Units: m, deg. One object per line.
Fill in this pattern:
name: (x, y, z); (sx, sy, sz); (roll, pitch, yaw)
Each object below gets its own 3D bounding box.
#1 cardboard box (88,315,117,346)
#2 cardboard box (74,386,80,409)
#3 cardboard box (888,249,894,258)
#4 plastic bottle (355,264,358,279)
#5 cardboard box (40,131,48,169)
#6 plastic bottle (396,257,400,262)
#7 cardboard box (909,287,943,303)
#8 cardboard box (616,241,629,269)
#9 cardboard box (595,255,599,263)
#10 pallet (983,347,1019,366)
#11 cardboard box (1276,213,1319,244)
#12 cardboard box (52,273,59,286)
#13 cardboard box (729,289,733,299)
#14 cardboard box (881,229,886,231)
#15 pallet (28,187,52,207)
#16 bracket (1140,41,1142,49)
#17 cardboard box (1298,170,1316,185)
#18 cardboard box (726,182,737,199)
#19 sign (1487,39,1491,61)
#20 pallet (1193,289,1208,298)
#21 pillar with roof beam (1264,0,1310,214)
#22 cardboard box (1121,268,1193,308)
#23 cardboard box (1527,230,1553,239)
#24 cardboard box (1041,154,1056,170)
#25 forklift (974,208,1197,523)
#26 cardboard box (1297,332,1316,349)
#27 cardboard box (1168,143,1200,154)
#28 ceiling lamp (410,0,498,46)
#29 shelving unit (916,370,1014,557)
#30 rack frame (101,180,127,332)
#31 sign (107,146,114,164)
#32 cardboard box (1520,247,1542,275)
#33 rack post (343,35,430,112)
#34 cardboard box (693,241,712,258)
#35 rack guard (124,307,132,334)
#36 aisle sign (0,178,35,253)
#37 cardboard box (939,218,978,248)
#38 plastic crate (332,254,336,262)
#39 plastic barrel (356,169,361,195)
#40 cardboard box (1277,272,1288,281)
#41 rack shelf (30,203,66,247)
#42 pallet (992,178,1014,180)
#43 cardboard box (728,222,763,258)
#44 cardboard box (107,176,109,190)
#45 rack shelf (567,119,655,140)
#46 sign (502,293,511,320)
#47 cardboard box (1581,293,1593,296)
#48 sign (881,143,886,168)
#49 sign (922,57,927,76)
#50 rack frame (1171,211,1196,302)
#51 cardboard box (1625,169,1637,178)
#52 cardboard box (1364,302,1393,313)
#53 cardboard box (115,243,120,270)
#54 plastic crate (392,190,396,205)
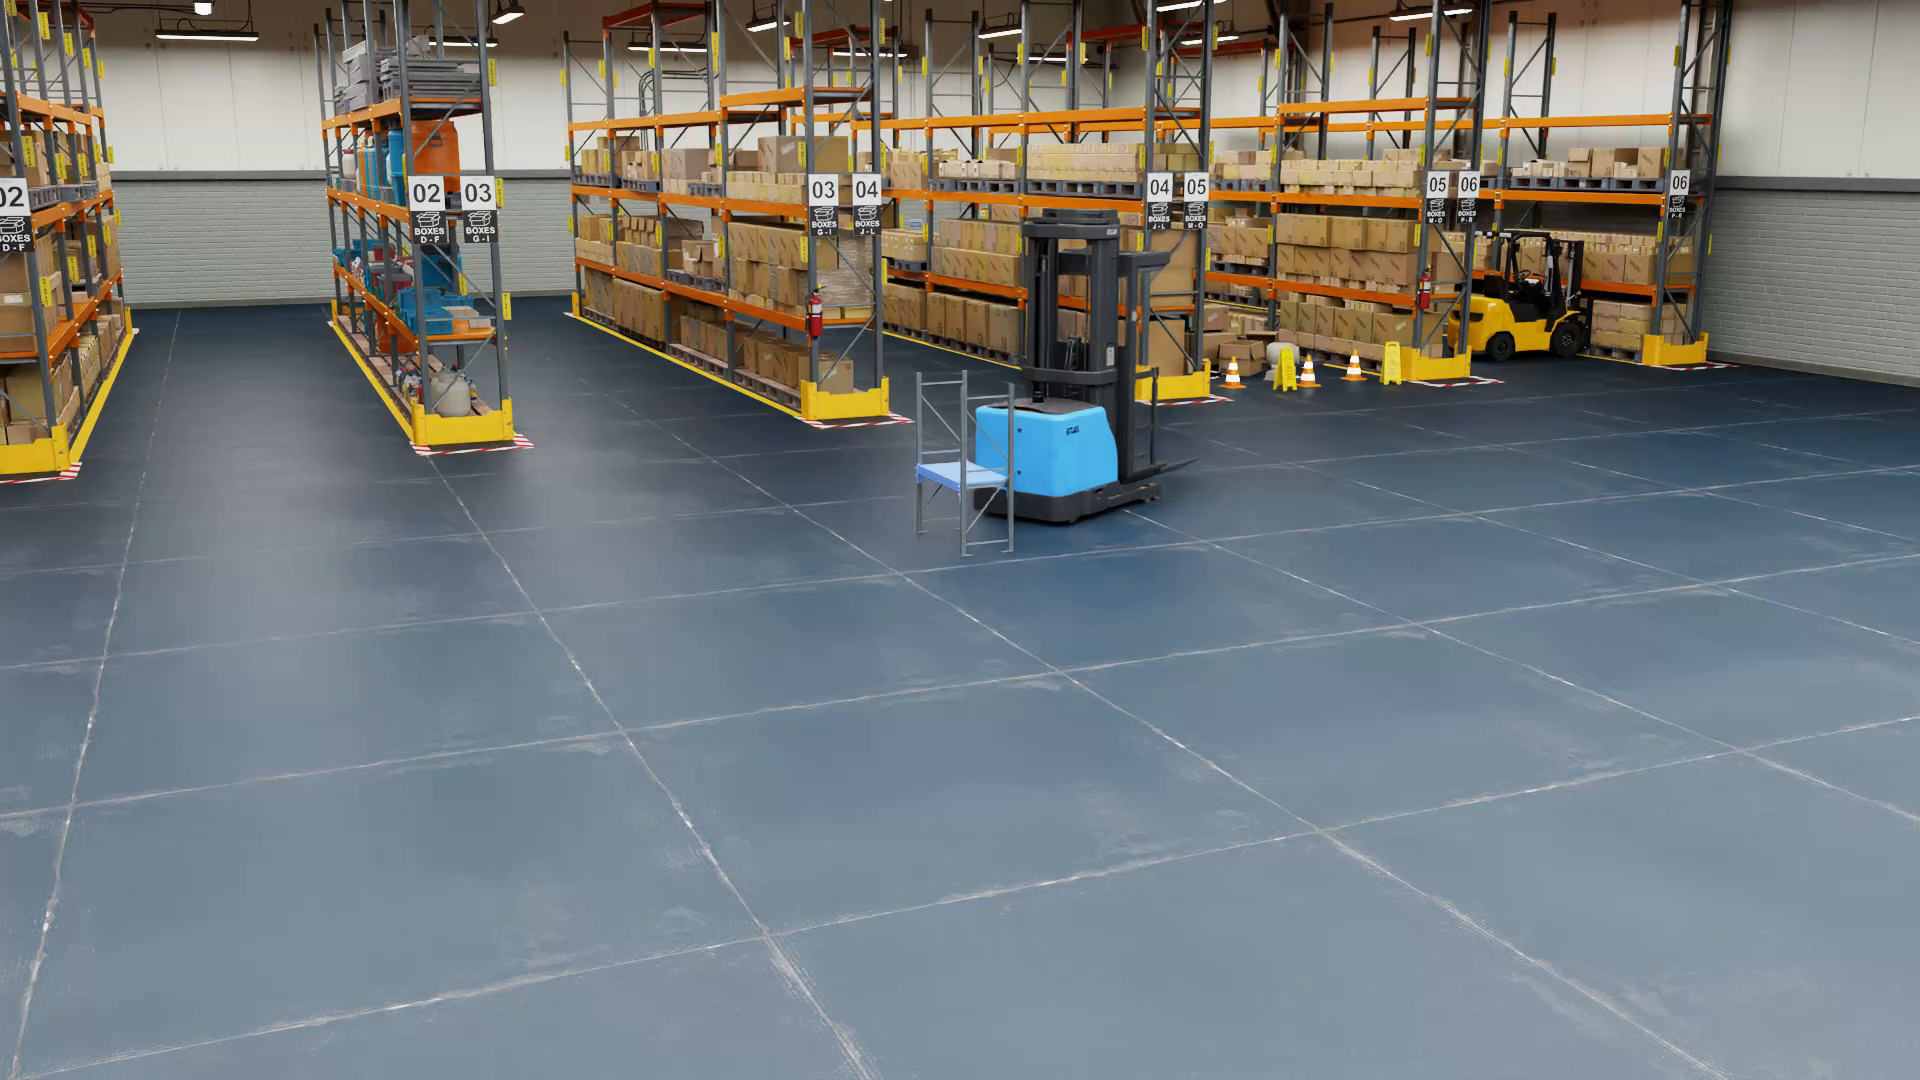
cardboard box: (-14.946, -3.632, 28.857); (0.500, 0.500, 0.500); (-6, 14, -23)
cardboard box: (-11.816, -1.847, 21.746); (0.500, 0.250, 0.500); (-6, 14, -23)
cardboard box: (-1.166, -5.560, 32.248); (0.380, 0.149, 0.250); (-6, 14, -25)
plastic bottle: (-10.566, -4.728, 29.302); (0.152, 0.276, 0.135); (-6, 14, -23)
cardboard box: (-12.662, -5.263, 22.424); (0.500, 0.500, 0.500); (-4, 14, -18)
plastic bottle: (-10.124, -4.935, 30.031); (0.144, 0.351, 0.185); (-6, 14, -23)
cardboard box: (-0.655, -4.676, 31.749); (0.500, 0.250, 0.500); (-6, 14, -24)
cardboard box: (-6.373, -5.536, 32.297); (0.500, 0.500, 0.500); (-6, 14, -23)
cardboard box: (-7.265, -5.782, 34.136); (0.380, 0.149, 0.250); (-6, 14, -24)
pallet: (1.084, -3.174, 28.494); (1.003, 0.211, 1.213); (-6, 14, -23)
cardboard box: (5.934, -5.418, 28.907); (0.700, 0.500, 0.500); (-6, 14, -24)
cardboard box: (-11.799, -3.335, 21.347); (0.380, 0.149, 0.250); (-6, 14, -24)
cardboard box: (-3.313, -3.758, 25.394); (0.380, 0.149, 0.250); (-6, 14, -23)
cardboard box: (-1.403, -6.339, 34.294); (0.380, 0.149, 0.250); (-5, 14, -20)
pallet: (-11.351, -4.051, 19.645); (1.003, 0.211, 1.213); (-6, 14, -23)
bracket: (4.951, -13.144, 44.103); (0.235, 0.232, 0.430); (-6, 14, -23)
cardboard box: (6.097, -6.159, 28.231); (0.500, 0.250, 0.500); (-6, 14, -23)
cardboard box: (-3.178, -5.225, 24.852); (0.500, 0.250, 0.500); (-6, 14, -25)
sign: (8.056, -7.486, 25.393); (0.100, 0.325, 0.005); (-6, 14, -23)
pallet: (6.047, -6.237, 41.730); (1.003, 0.211, 1.213); (-6, 14, -23)
pillar with roof beam: (3.901, -9.709, 37.241); (9.100, 9.000, 0.548); (-6, 14, -23)
cardboard box: (2.874, -3.699, 24.246); (0.875, 0.550, 0.550); (-6, 14, -23)
cardboard box: (10.657, -5.616, 30.542); (0.380, 0.149, 0.250); (-6, 14, -24)
cardboard box: (1.605, -5.936, 26.111); (0.500, 0.250, 0.500); (-6, 14, -23)
forklift: (1.413, -1.865, 16.806); (1.130, 2.935, 3.031); (9, 16, 35)
cardboard box: (6.170, -3.457, 28.701); (0.500, 0.250, 0.500); (-5, 14, -20)
cardboard box: (3.222, -5.632, 23.913); (0.380, 0.149, 0.250); (-5, 14, -22)
ceiling lamp: (-11.236, -12.533, 36.498); (2.000, 3.185, 0.800); (-6, 14, -23)
shelving unit: (0.034, -0.713, 15.005); (0.538, 1.500, 1.048); (-6, 14, -23)
rack frame: (-17.009, -5.538, 32.524); (1.000, 3.000, 0.127); (-6, 14, -23)
sign: (-16.492, -7.476, 32.285); (0.100, 0.325, 0.005); (-6, 14, -23)
cardboard box: (10.666, -5.124, 30.515); (0.500, 0.500, 0.500); (-5, 14, -22)
rack post: (-8.529, -6.924, 24.767); (1.013, 1.000, 3.121); (-6, 14, -23)
cardboard box: (-4.157, -4.818, 28.261); (0.700, 0.500, 0.500); (-3, 13, -15)
rack guard: (-16.978, -4.304, 32.738); (1.175, 0.500, 0.348); (-6, 14, -23)
aisle sign: (-10.292, -3.513, 18.009); (0.394, 0.787, 0.004); (-6, 14, -23)
cardboard box: (0.030, -5.648, 30.562); (0.700, 0.500, 0.500); (-6, 14, -23)
plastic crate: (-12.619, -5.731, 33.809); (0.250, 0.136, 0.298); (-6, 14, -23)
plastic barrel: (-9.420, -5.755, 26.565); (0.421, 0.512, 0.421); (0, 13, 0)
cardboard box: (5.789, -4.631, 29.164); (0.380, 0.149, 0.250); (-6, 14, -23)
rack shelf: (-11.400, -3.756, 19.770); (1.077, 0.370, 4.000); (-6, 14, -23)
pallet: (1.457, -8.593, 39.268); (1.003, 0.211, 1.213); (-6, 14, -23)
cardboard box: (-3.176, -4.517, 25.016); (0.500, 0.500, 0.500); (-6, 14, -23)
cardboard box: (-16.371, -6.739, 31.397); (0.500, 0.250, 0.500); (-6, 14, -23)
rack shelf: (-7.129, -8.396, 34.051); (1.077, 0.370, 4.000); (-6, 14, -23)
sign: (-5.553, -2.862, 20.351); (0.100, 0.325, 0.005); (-6, 14, -23)
cardboard box: (11.285, -4.356, 30.366); (0.500, 0.250, 0.500); (-6, 14, -23)
sign: (-1.024, -5.062, 21.879); (0.100, 0.325, 0.005); (-6, 14, -23)
sign: (-0.634, -8.571, 30.080); (0.100, 0.325, 0.005); (-6, 14, -23)
rack frame: (4.354, -5.674, 33.113); (1.000, 3.000, 0.127); (-6, 14, -23)
cardboard box: (11.495, -6.206, 28.165); (0.380, 0.149, 0.250); (-6, 14, -25)
cardboard box: (6.791, -3.779, 26.992); (0.380, 0.149, 0.250); (-5, 14, -21)
cardboard box: (-16.369, -5.412, 31.758); (0.500, 0.500, 0.500); (-5, 14, -22)
plastic crate: (-7.279, -4.513, 21.913); (0.336, 0.188, 0.450); (-6, 14, -23)
